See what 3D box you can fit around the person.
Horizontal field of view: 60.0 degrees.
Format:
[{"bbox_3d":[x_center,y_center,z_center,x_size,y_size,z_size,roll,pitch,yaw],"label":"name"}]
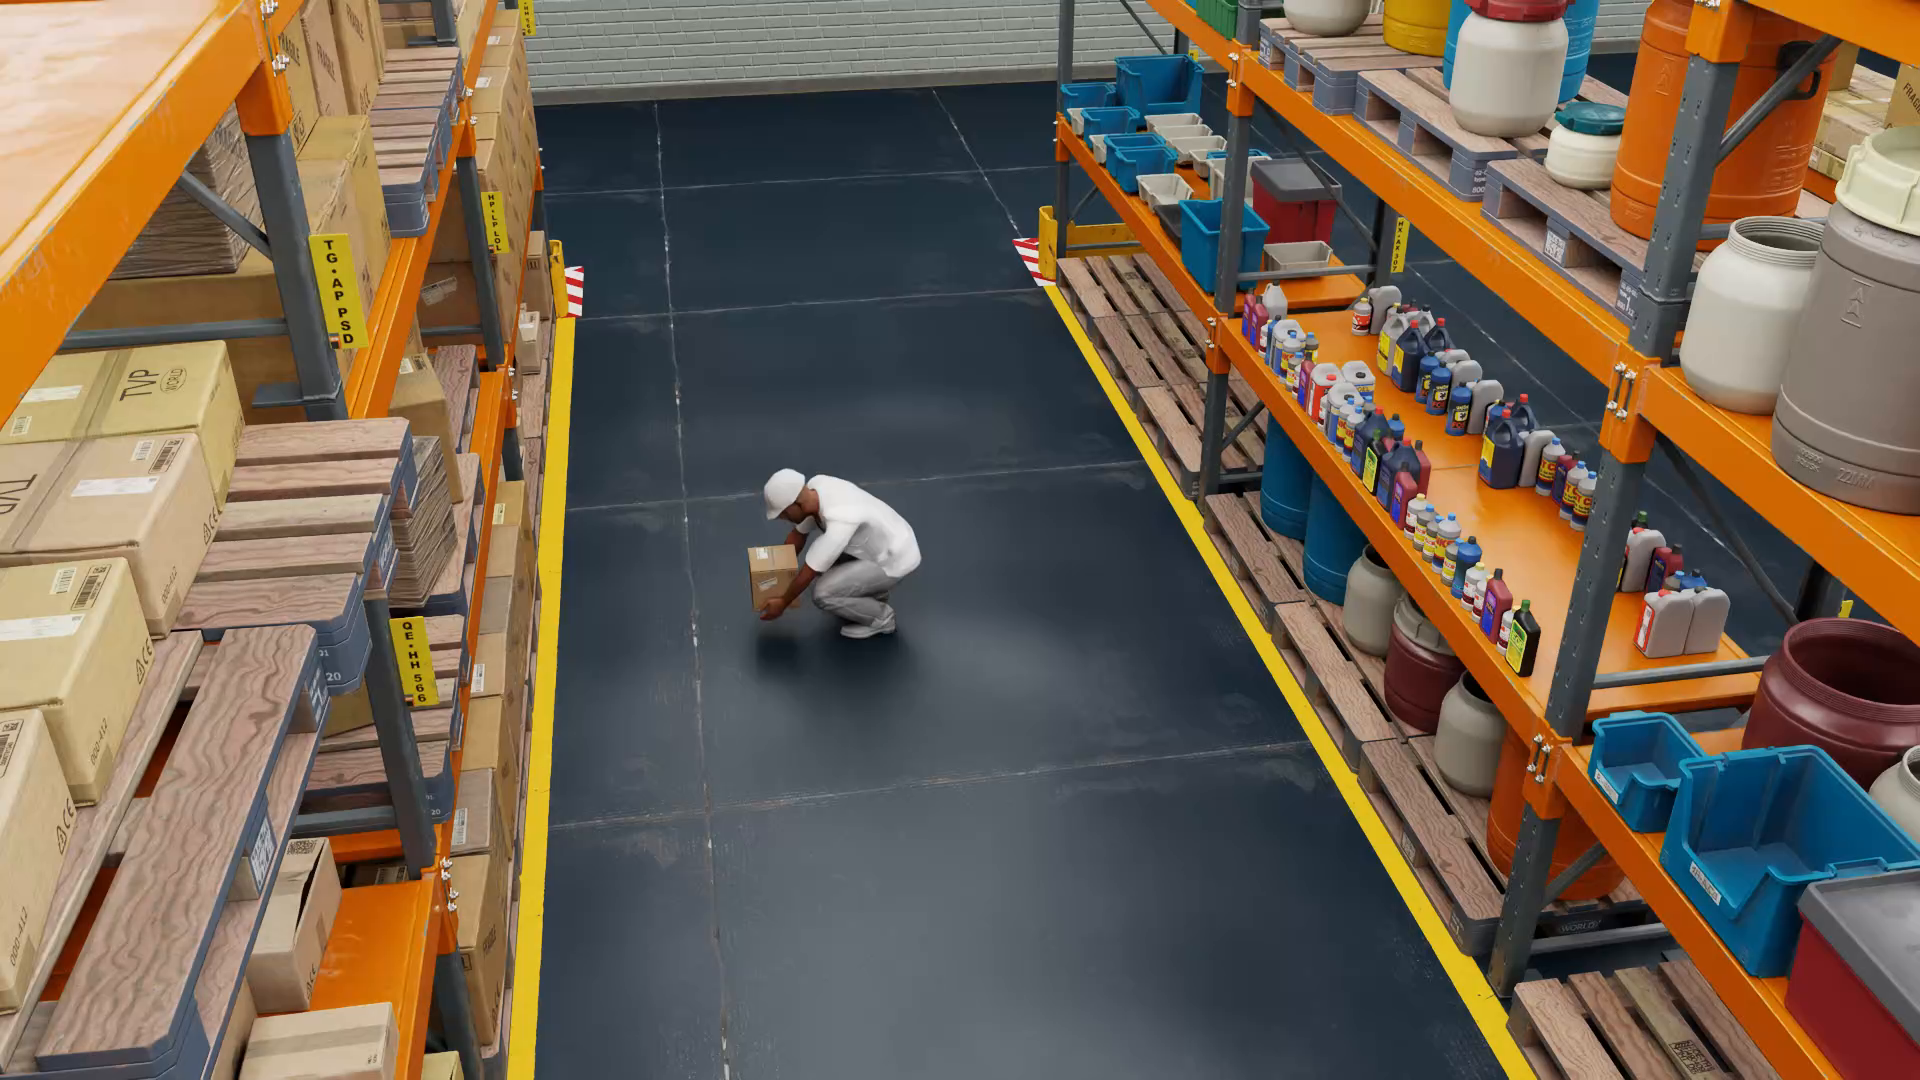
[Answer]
[{"bbox_3d":[-0.655,0.034,8.822,0.889,0.998,0.584,-5,31,-9],"label":"person"}]
